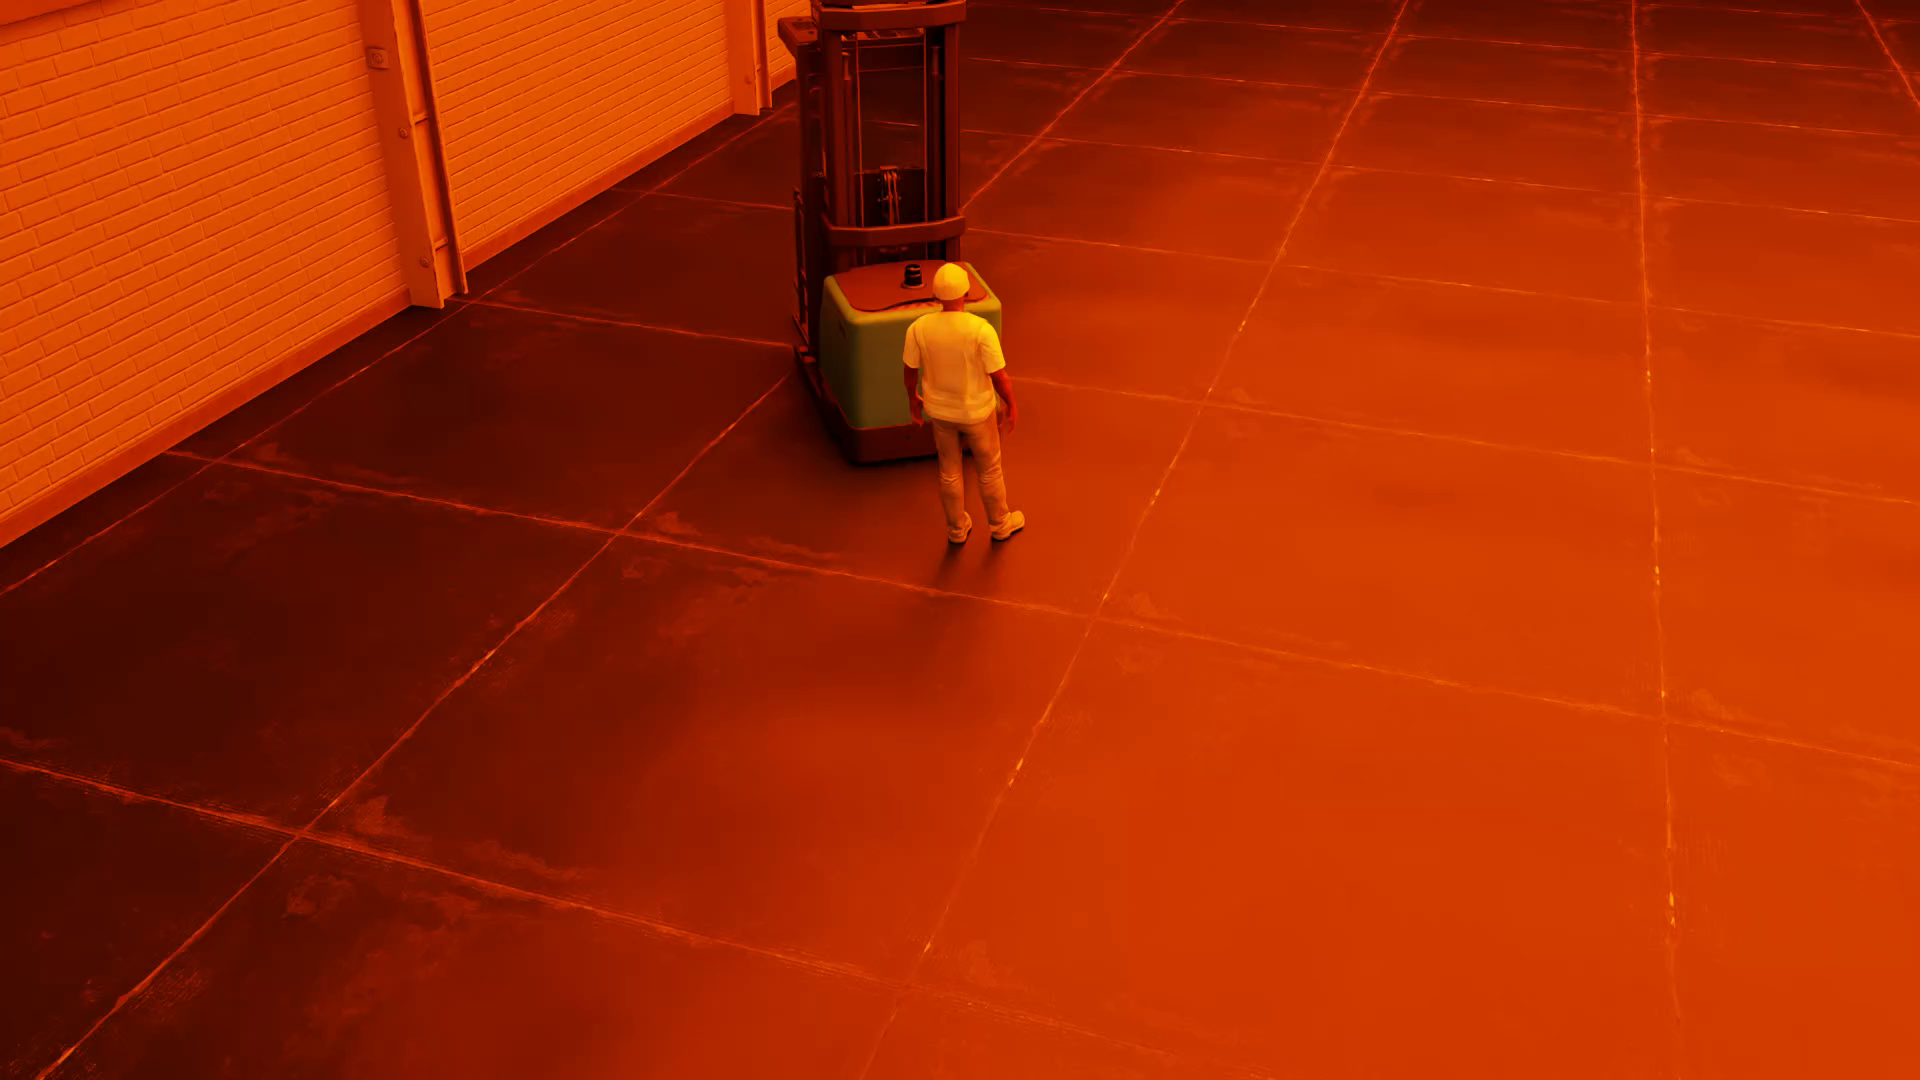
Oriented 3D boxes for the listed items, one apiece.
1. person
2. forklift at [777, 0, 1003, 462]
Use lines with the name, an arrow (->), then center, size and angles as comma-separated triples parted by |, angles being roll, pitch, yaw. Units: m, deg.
person -> 0.027, -0.805, 9.712 | 0.666, 1.768, 0.575 | 10, 31, 16
forklift -> -0.601, -2.495, 11.513 | 1.130, 2.935, 3.031 | -8, 31, -13
